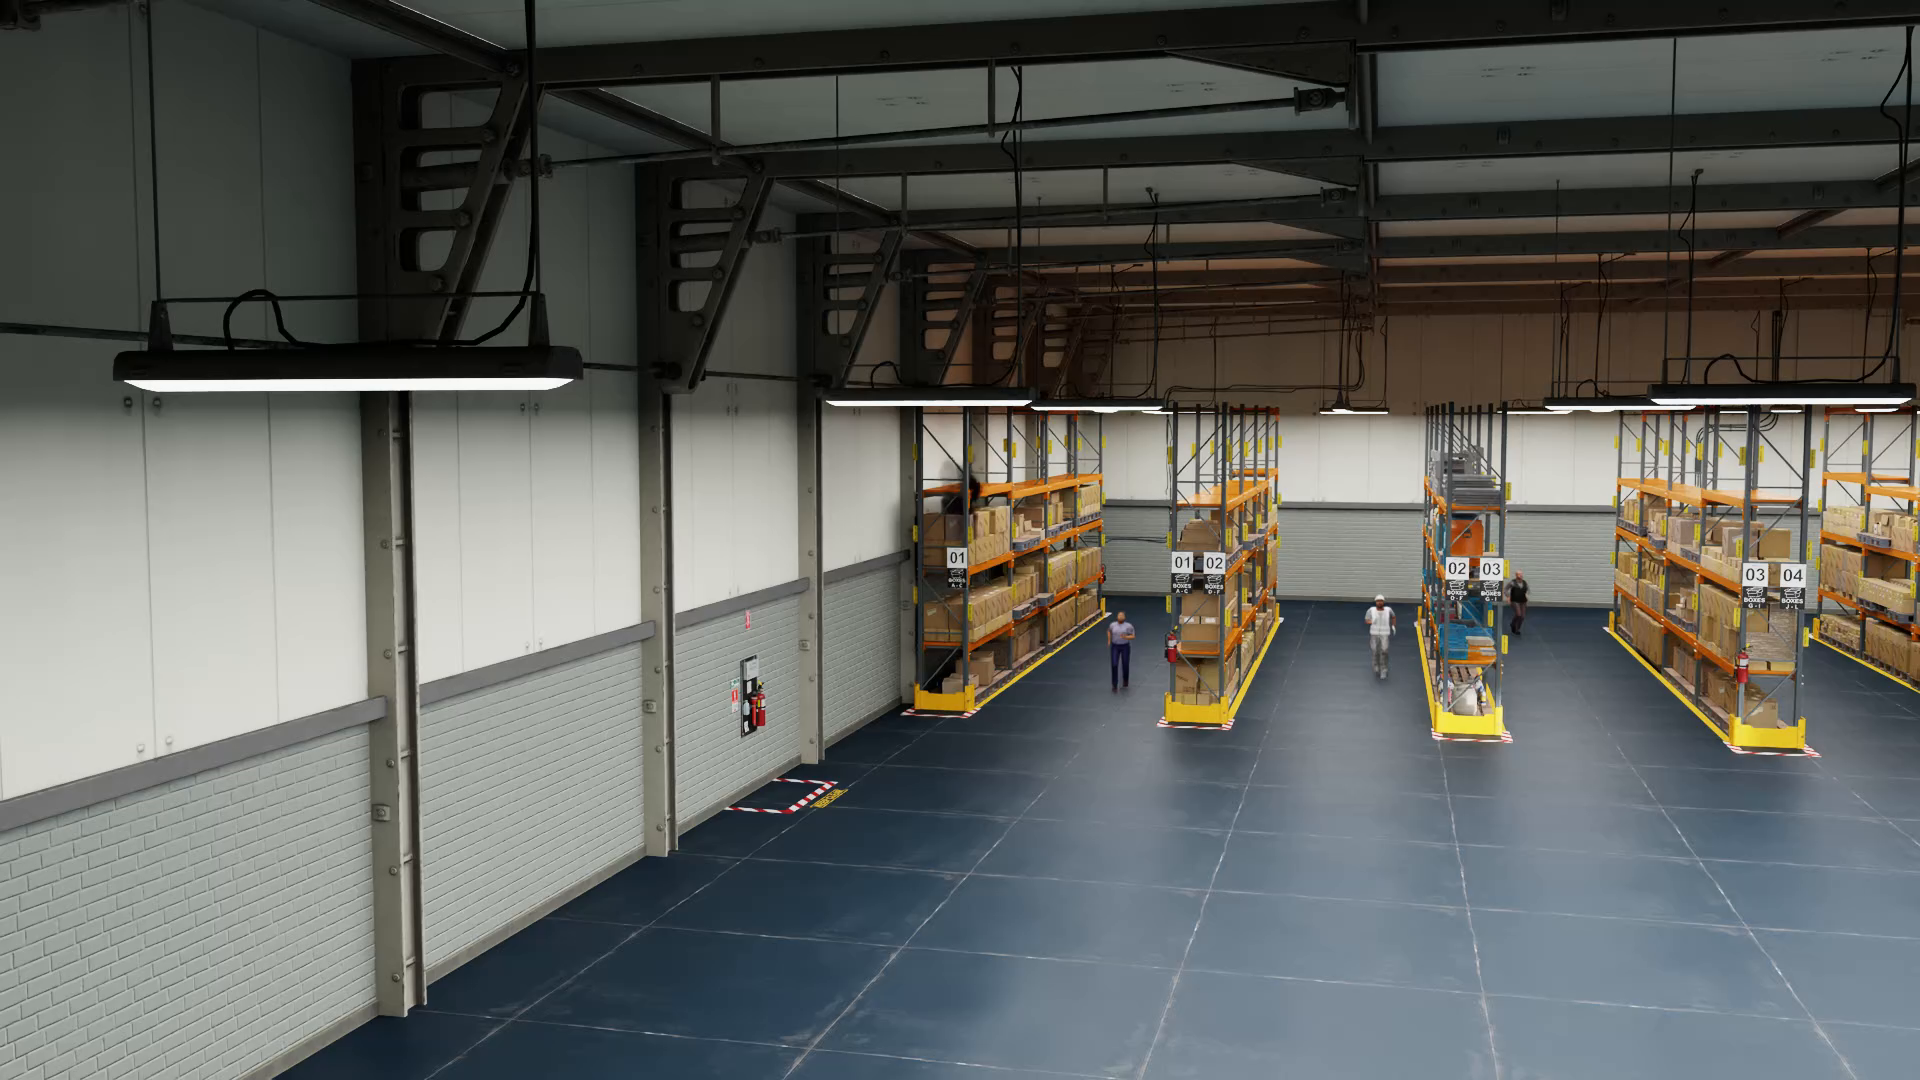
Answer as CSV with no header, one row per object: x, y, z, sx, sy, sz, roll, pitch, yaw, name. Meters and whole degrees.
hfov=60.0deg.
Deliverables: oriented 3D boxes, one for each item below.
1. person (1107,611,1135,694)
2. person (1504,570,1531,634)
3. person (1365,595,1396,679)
3.366,2.321,34.821,0.589,1.688,0.830,1,4,9,person
14.671,1.646,43.635,0.640,1.685,0.635,0,4,-6,person
9.260,2.124,36.658,0.661,1.846,0.785,1,4,17,person
